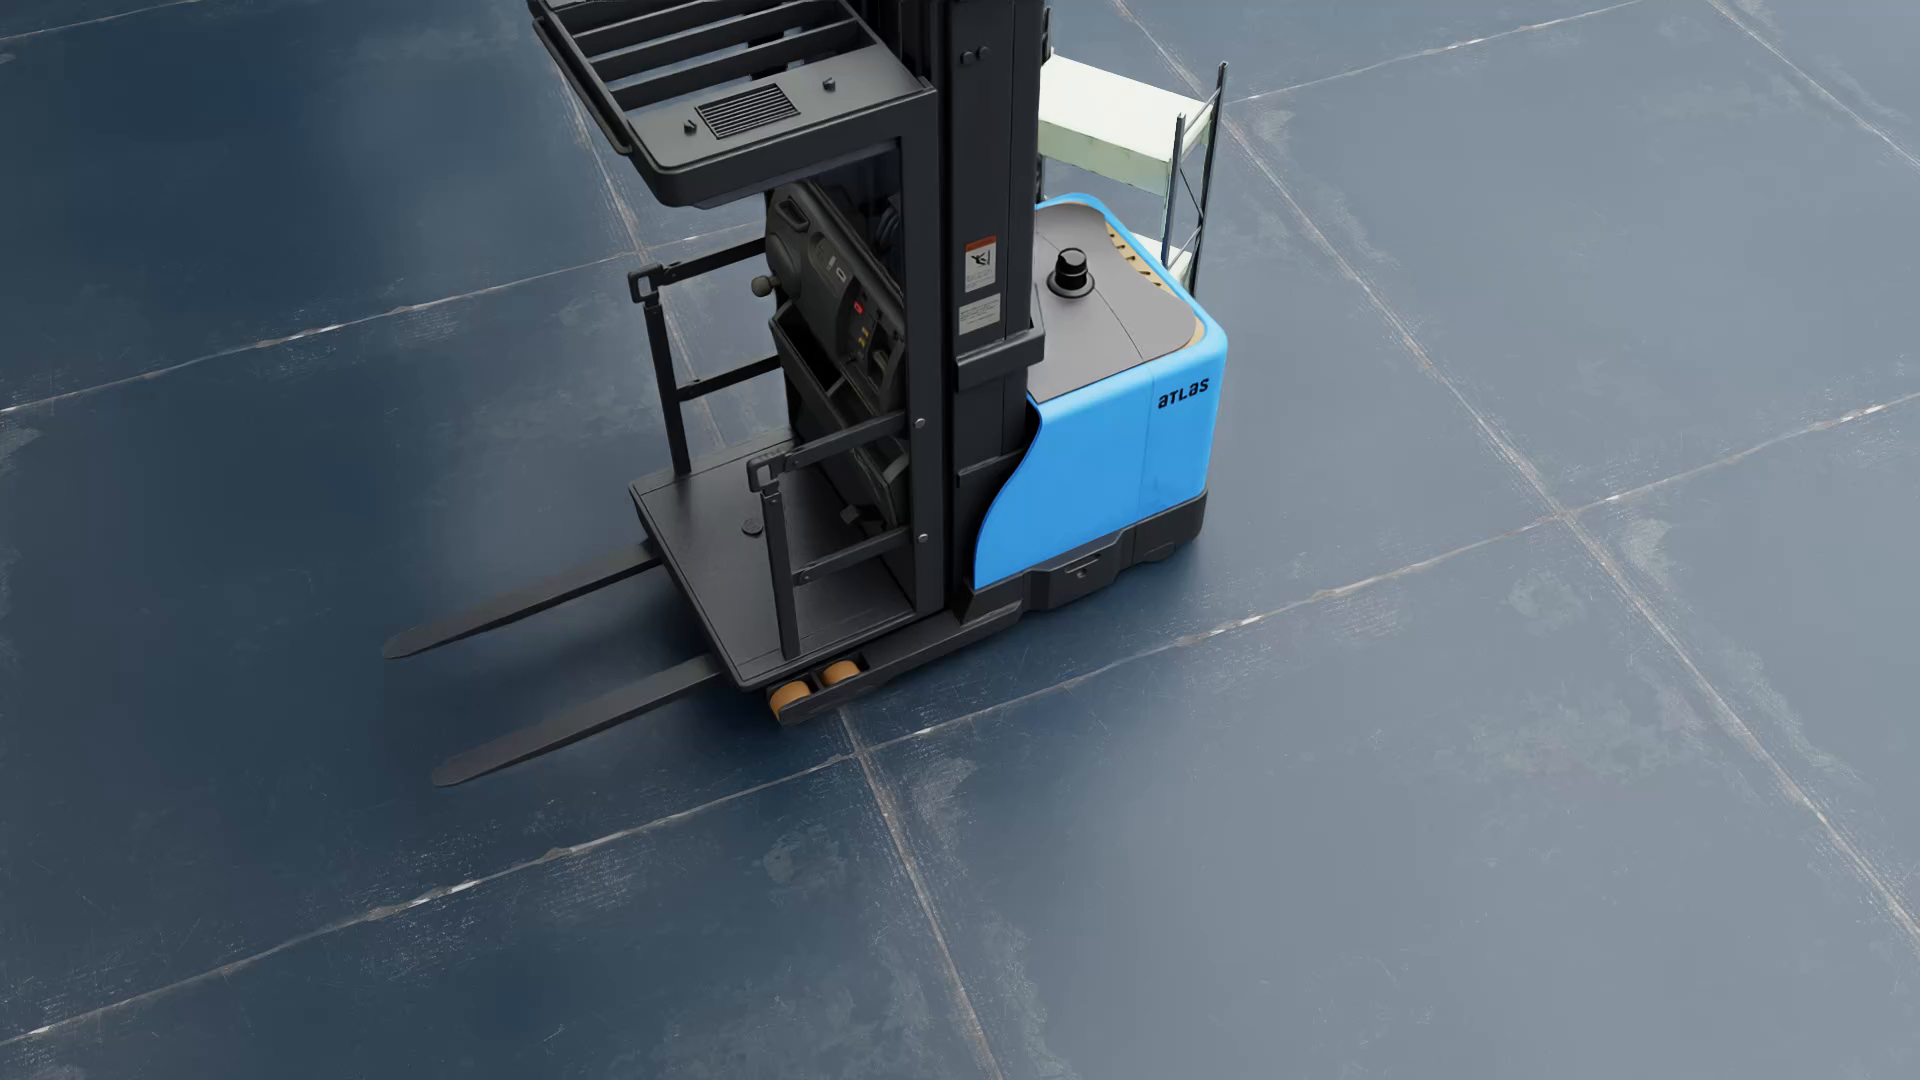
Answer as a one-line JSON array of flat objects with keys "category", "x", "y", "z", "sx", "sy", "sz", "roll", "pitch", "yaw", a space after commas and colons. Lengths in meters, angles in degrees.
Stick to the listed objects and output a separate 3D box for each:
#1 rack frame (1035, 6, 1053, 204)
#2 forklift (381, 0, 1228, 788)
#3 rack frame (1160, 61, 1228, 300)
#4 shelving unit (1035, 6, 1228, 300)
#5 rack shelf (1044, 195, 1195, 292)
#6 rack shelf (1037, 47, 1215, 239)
[{"category": "rack frame", "x": 0.246, "y": -1.421, "z": 6.822, "sx": 0.023, "sy": 1.500, "sz": 0.400, "roll": 24, "pitch": 53, "yaw": 19}, {"category": "forklift", "x": -0.588, "y": -0.748, "z": 5.301, "sx": 3.031, "sy": 2.935, "sz": 1.130, "roll": -22, "pitch": 53, "yaw": -18}, {"category": "rack frame", "x": 0.879, "y": -1.142, "z": 6.583, "sx": 0.023, "sy": 1.500, "sz": 0.400, "roll": 24, "pitch": 53, "yaw": 19}, {"category": "shelving unit", "x": 0.563, "y": -1.282, "z": 6.703, "sx": 0.755, "sy": 1.500, "sz": 0.431, "roll": 24, "pitch": 53, "yaw": 19}, {"category": "rack shelf", "x": 0.563, "y": -1.069, "z": 6.950, "sx": 0.720, "sy": 0.370, "sz": 0.431, "roll": 24, "pitch": 53, "yaw": 19}, {"category": "rack shelf", "x": 0.563, "y": -1.536, "z": 6.407, "sx": 0.720, "sy": 0.370, "sz": 0.431, "roll": 24, "pitch": 53, "yaw": 19}]
